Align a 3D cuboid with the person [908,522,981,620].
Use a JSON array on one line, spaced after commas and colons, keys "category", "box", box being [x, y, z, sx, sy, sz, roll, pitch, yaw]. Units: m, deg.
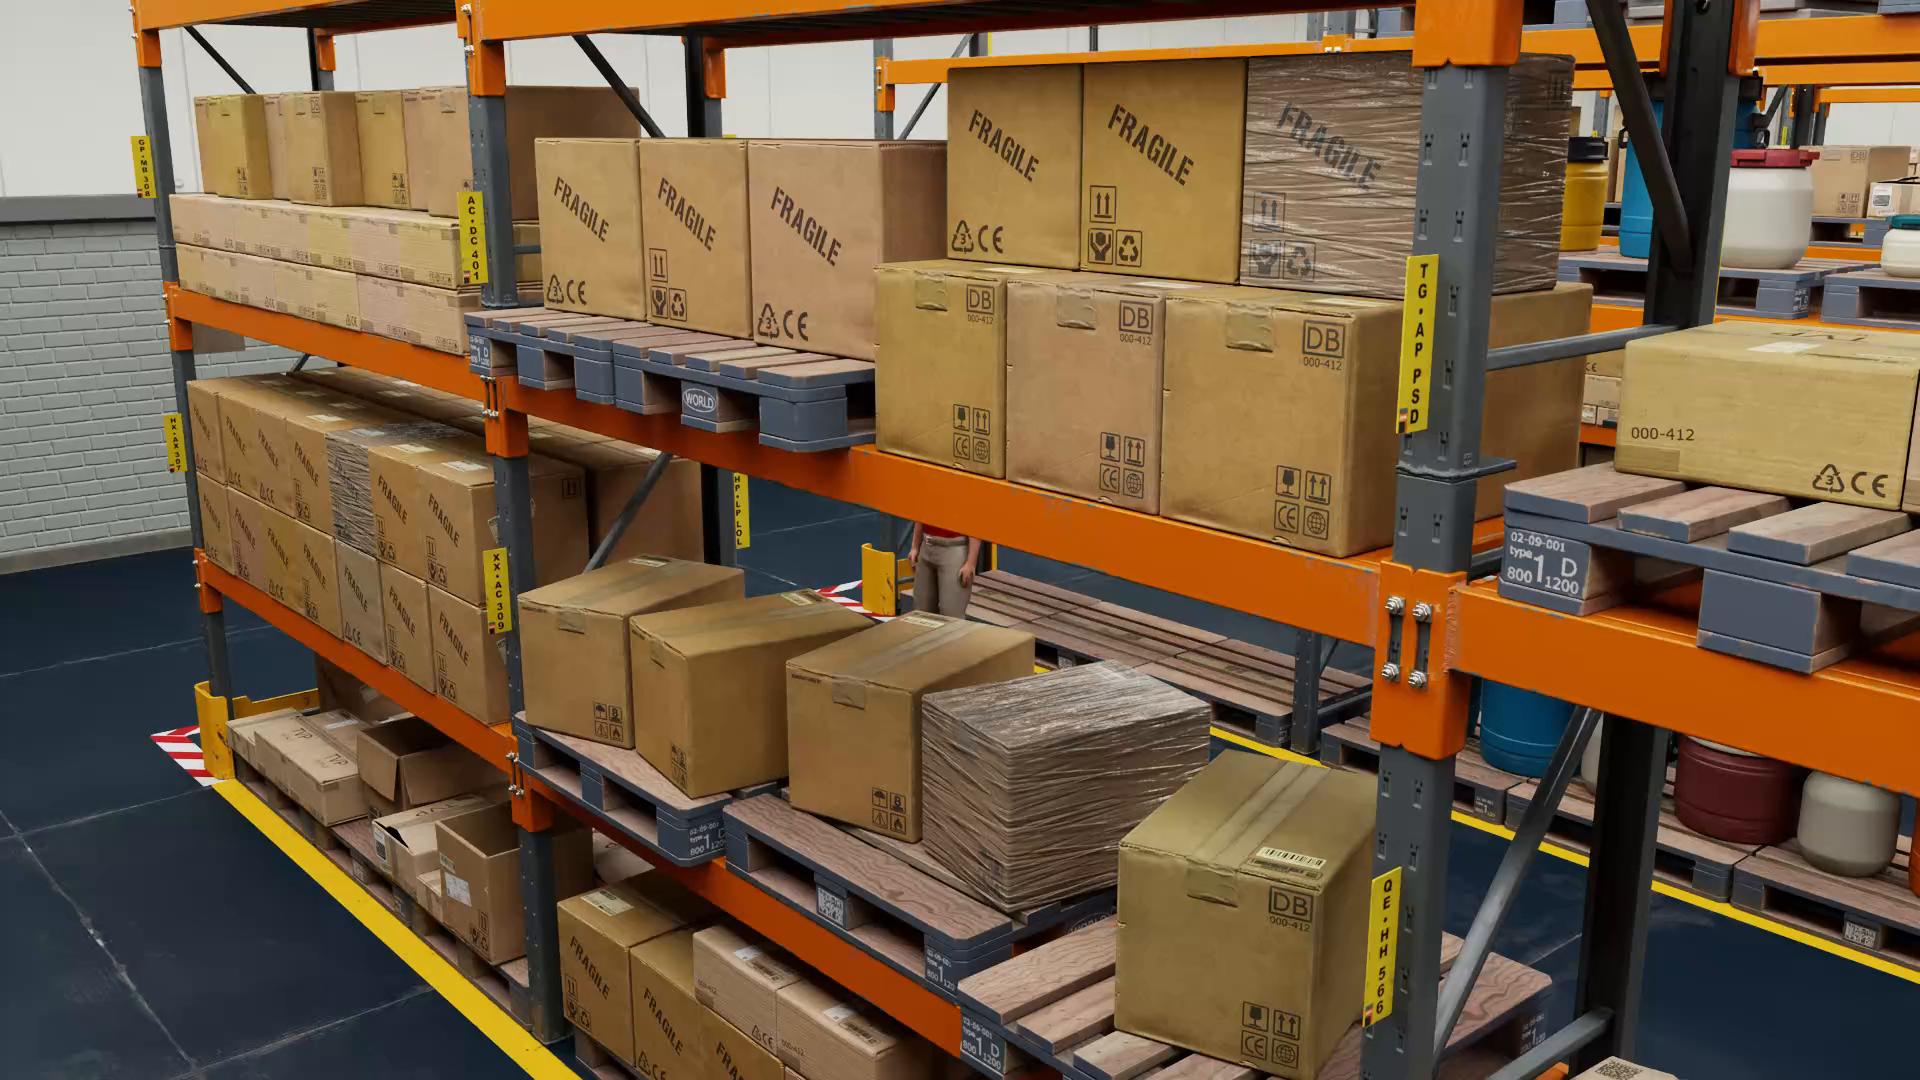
[{"category": "person", "box": [-0.111, 0.122, 11.041, 0.393, 1.726, 0.601, -13, 19, -43]}]
